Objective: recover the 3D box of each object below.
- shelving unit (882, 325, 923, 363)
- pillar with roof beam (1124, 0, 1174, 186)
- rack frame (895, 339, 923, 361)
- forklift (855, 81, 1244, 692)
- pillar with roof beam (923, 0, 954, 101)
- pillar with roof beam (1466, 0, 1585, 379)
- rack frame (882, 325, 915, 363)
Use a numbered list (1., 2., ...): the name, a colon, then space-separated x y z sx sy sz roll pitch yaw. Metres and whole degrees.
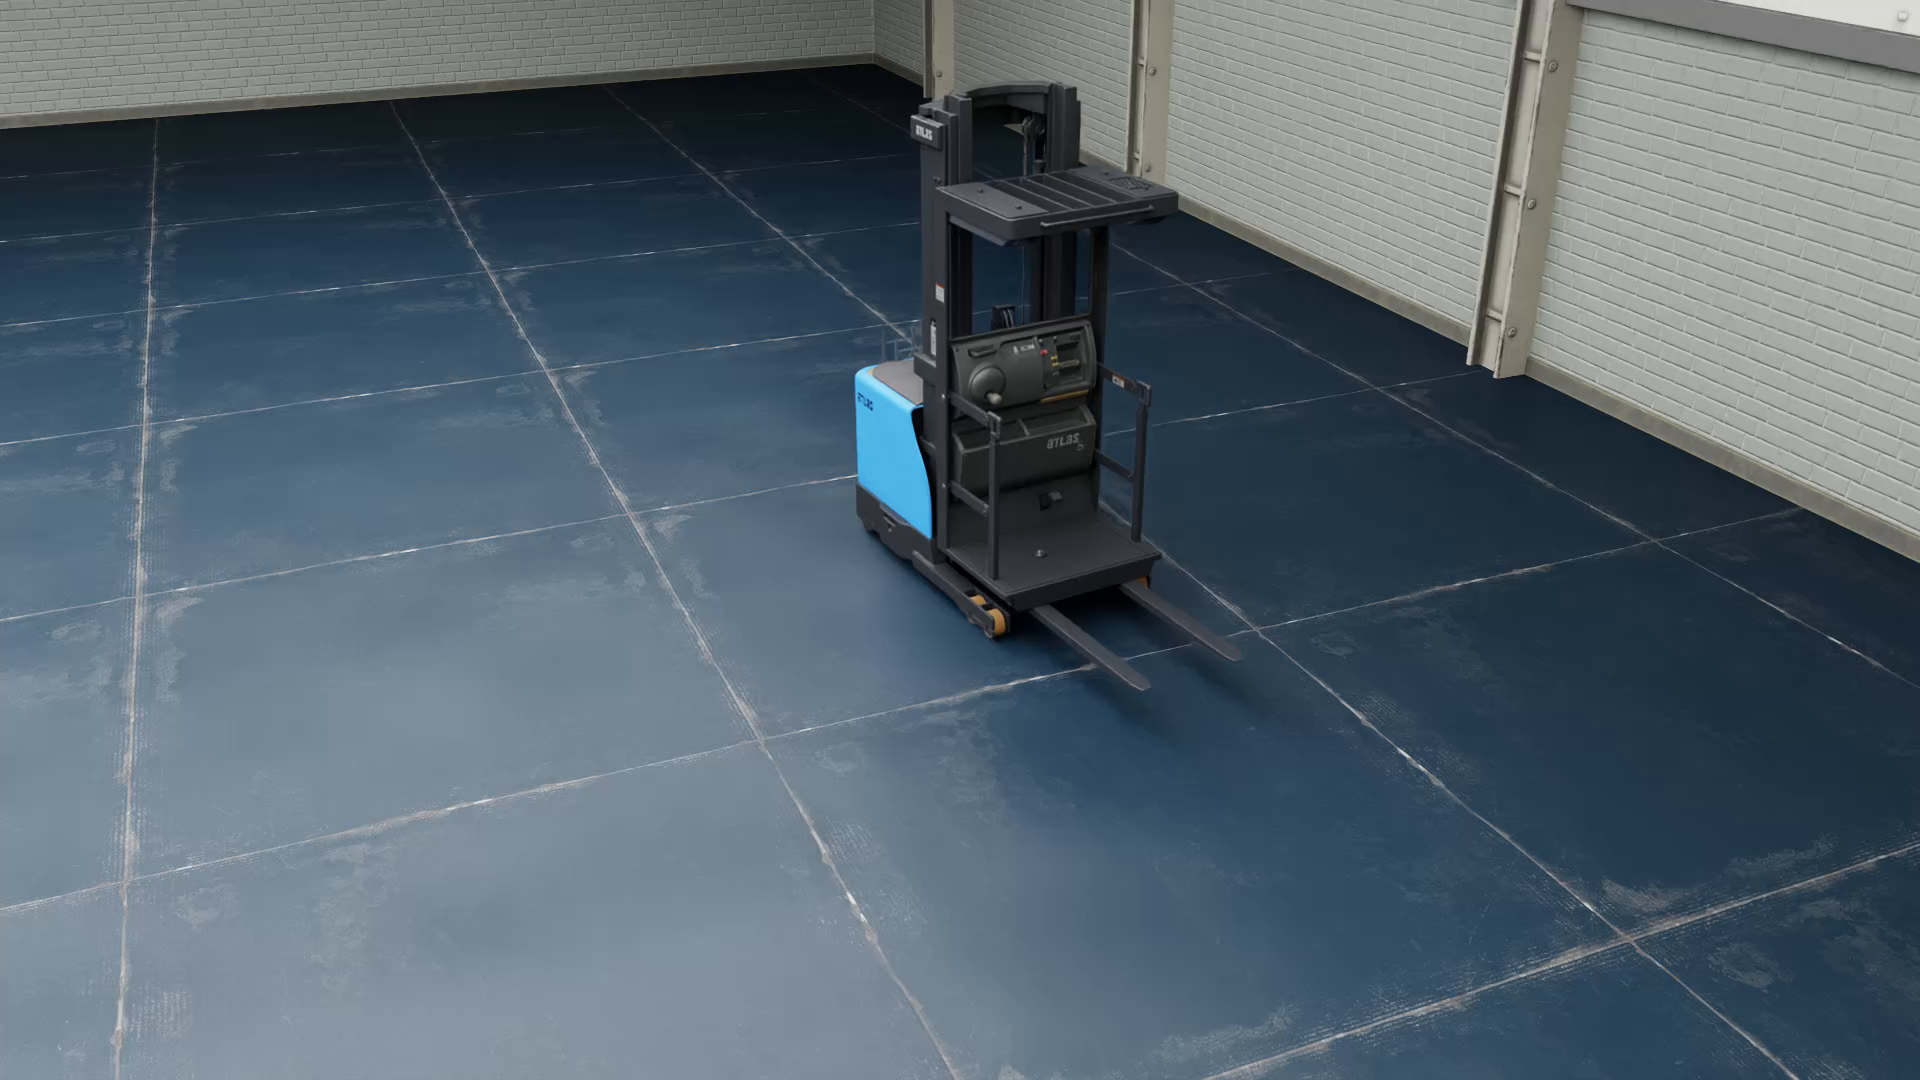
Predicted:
1. shelving unit: -0.356 -0.808 11.038 0.258 1.200 0.189 -14 29 -26
2. pillar with roof beam: -1.913 -7.134 15.104 9.100 9.000 0.400 -11 28 -21
3. rack frame: -0.311 -0.774 10.967 0.240 1.200 0.006 -14 29 -26
4. forklift: 0.487 -0.982 9.420 1.130 2.935 3.031 -14 29 -26
5. pillar with roof beam: -4.263 -9.556 20.066 9.100 9.000 0.400 -11 28 -21
6. pillar with roof beam: 0.437 -4.712 10.143 9.100 9.000 0.400 -11 28 -21
7. rack frame: -0.402 -0.843 11.110 0.240 1.200 0.006 -14 29 -26
